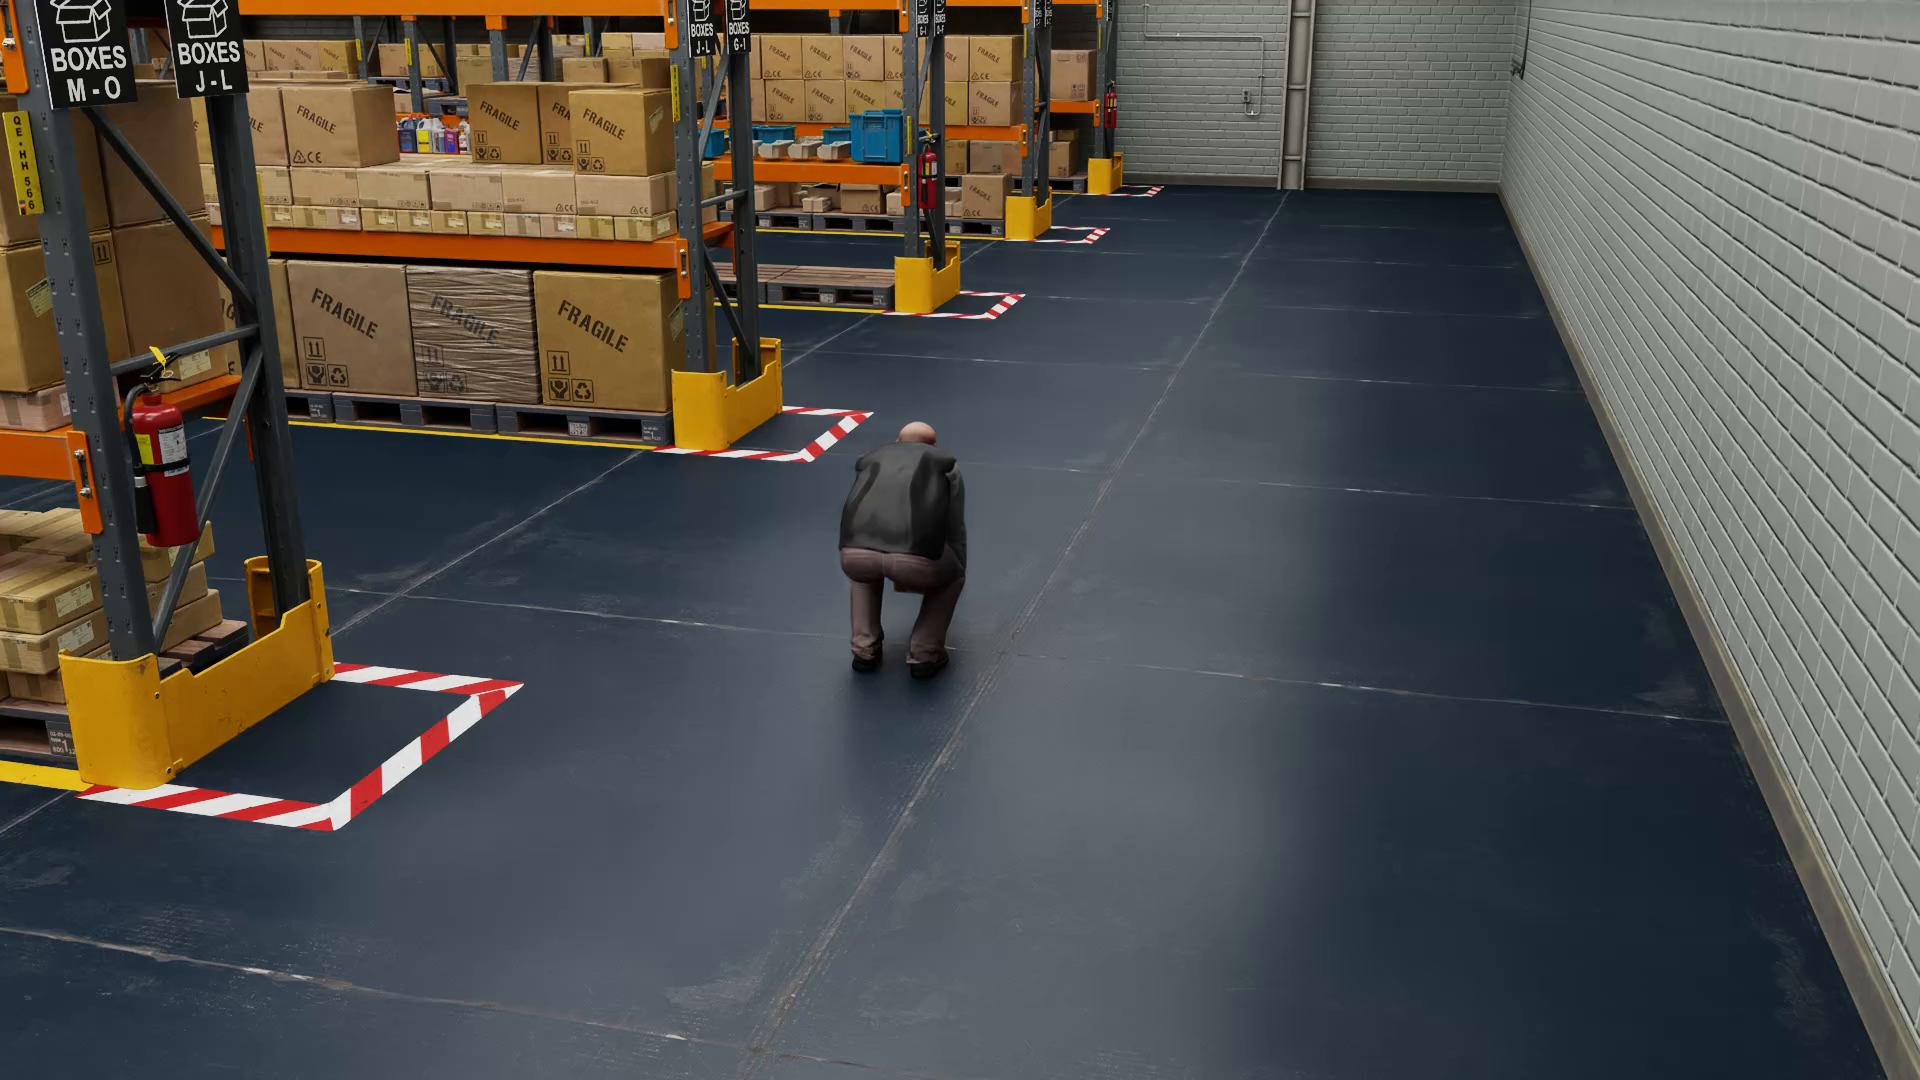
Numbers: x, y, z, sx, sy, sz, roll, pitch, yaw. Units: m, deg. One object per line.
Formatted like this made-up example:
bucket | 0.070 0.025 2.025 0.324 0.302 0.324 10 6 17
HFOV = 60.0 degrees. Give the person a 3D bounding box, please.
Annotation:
person | -0.239 0.045 7.199 0.514 0.956 0.908 4 19 12
